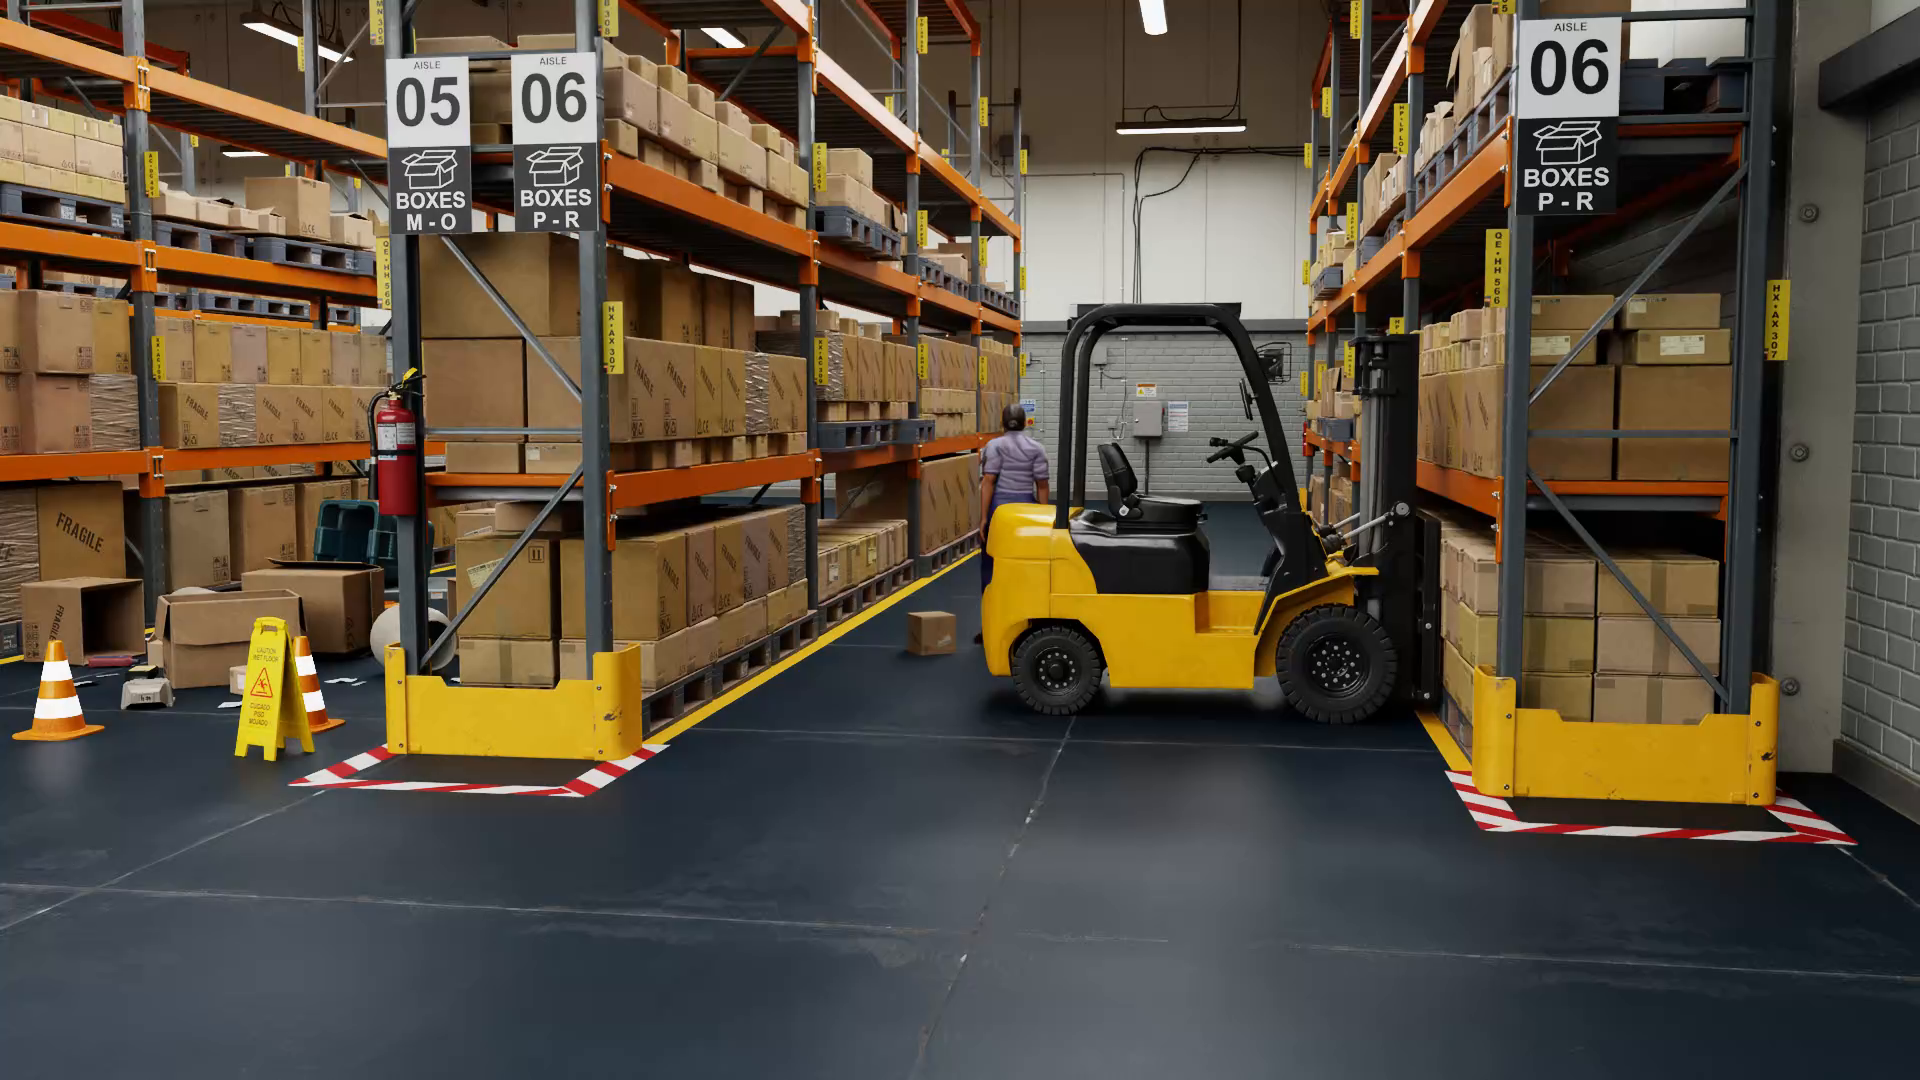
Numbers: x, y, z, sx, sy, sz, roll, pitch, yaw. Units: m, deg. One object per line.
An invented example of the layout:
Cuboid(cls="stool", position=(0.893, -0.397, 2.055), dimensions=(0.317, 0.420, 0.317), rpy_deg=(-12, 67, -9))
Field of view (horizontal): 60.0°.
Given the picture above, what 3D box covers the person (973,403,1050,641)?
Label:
Cuboid(cls="person", position=(0.368, -0.088, 11.327), dimensions=(0.507, 1.684, 0.615), rpy_deg=(-1, 5, -7))
